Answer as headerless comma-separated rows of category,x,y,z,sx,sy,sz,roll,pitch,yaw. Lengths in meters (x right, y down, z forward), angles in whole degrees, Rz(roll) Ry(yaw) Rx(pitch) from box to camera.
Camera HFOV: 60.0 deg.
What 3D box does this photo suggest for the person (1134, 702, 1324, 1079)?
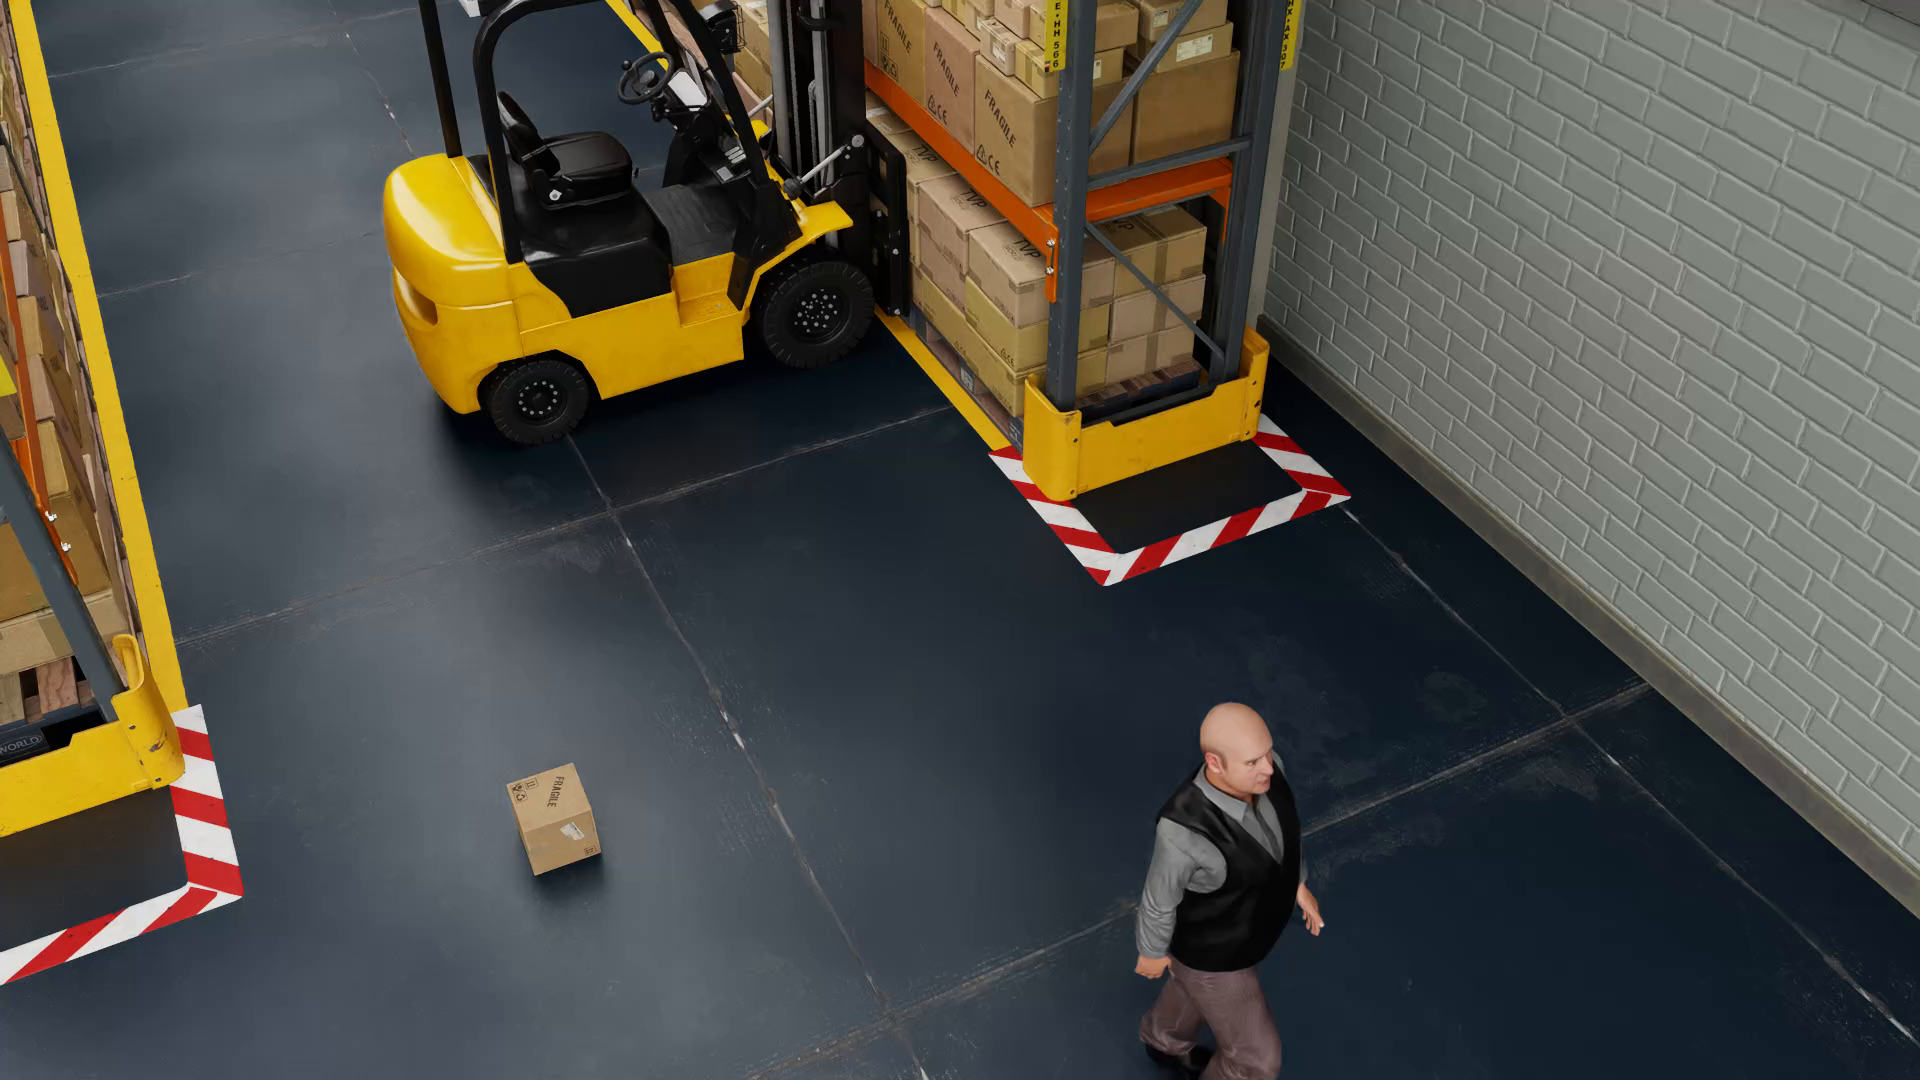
person,0.796,1.159,4.863,0.525,1.780,0.540,24,46,25
